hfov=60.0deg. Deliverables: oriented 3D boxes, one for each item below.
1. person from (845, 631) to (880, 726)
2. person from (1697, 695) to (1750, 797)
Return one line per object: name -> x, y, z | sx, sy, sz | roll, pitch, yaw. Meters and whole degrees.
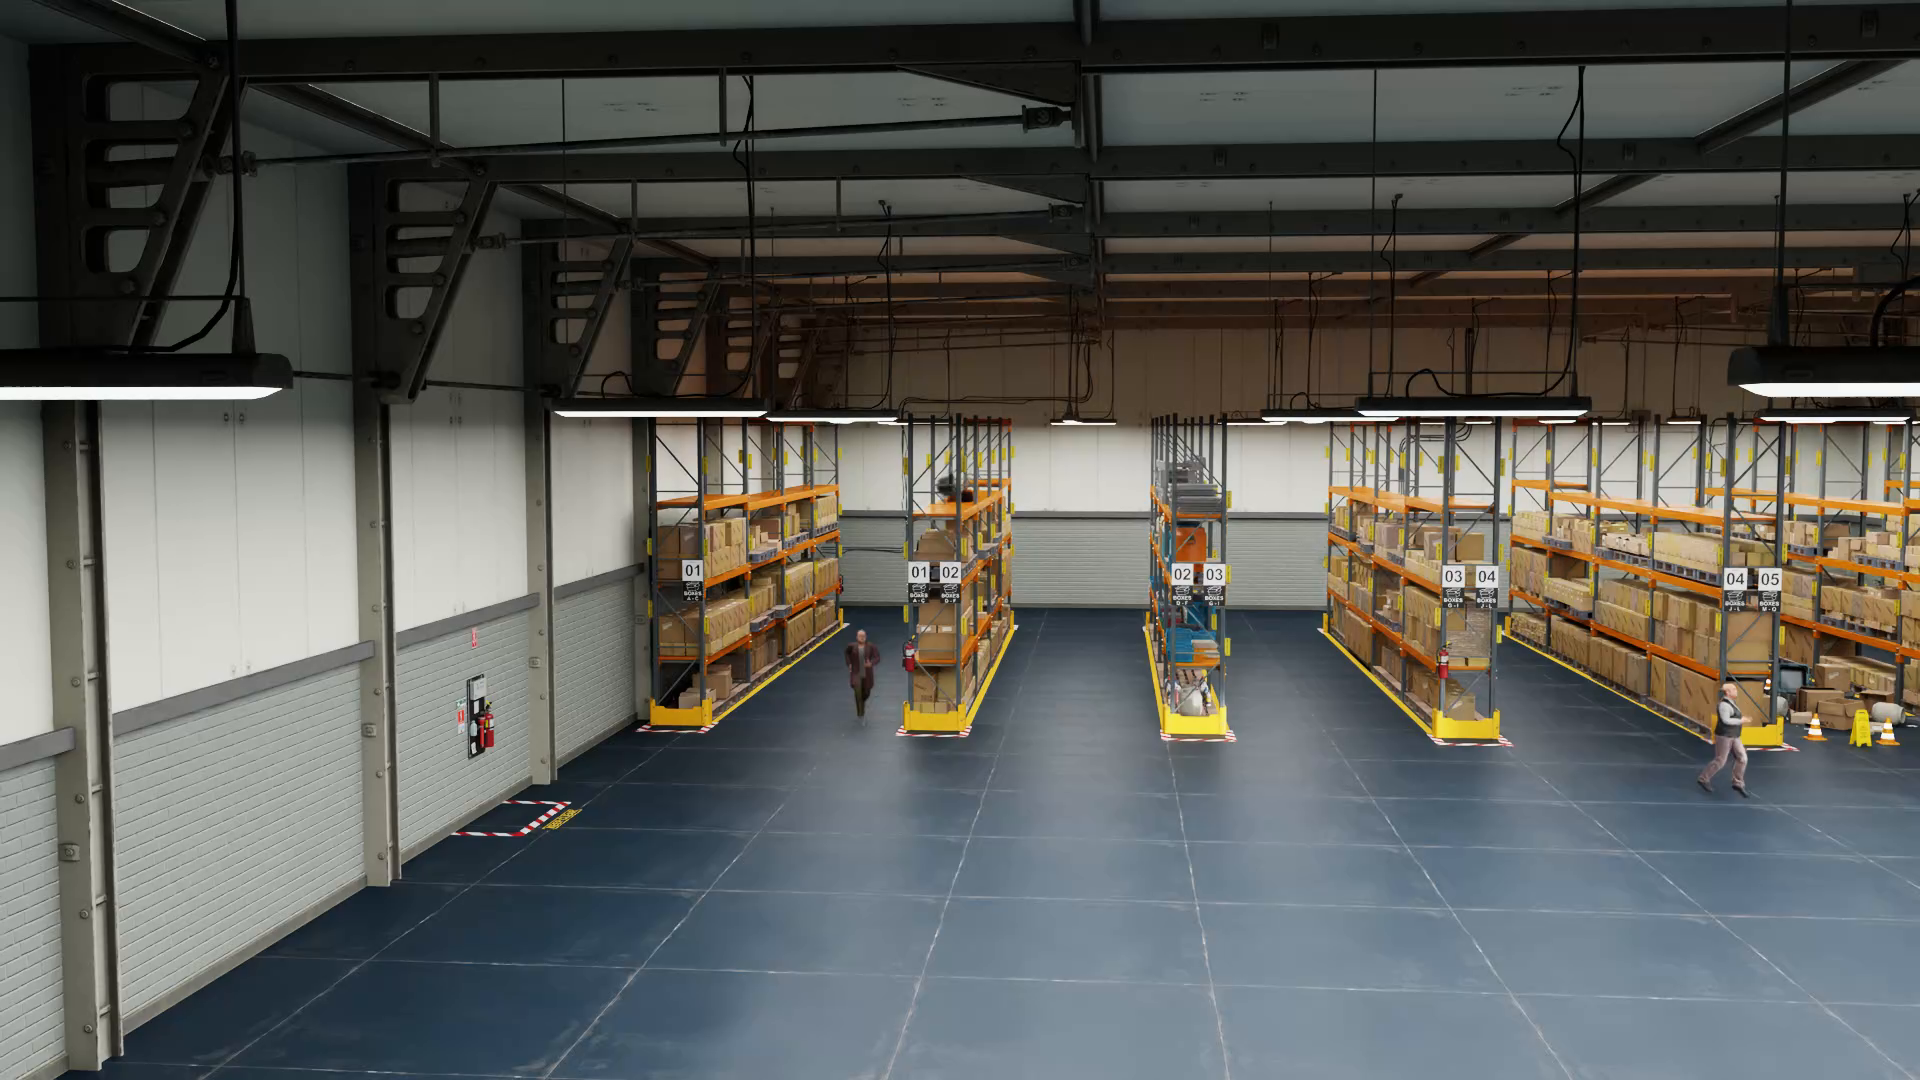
person -> -1.898, 2.663, 32.487 | 0.660, 1.814, 1.197 | -1, 4, -12
person -> 11.919, 3.213, 25.925 | 0.729, 1.593, 0.672 | 3, 5, 41
